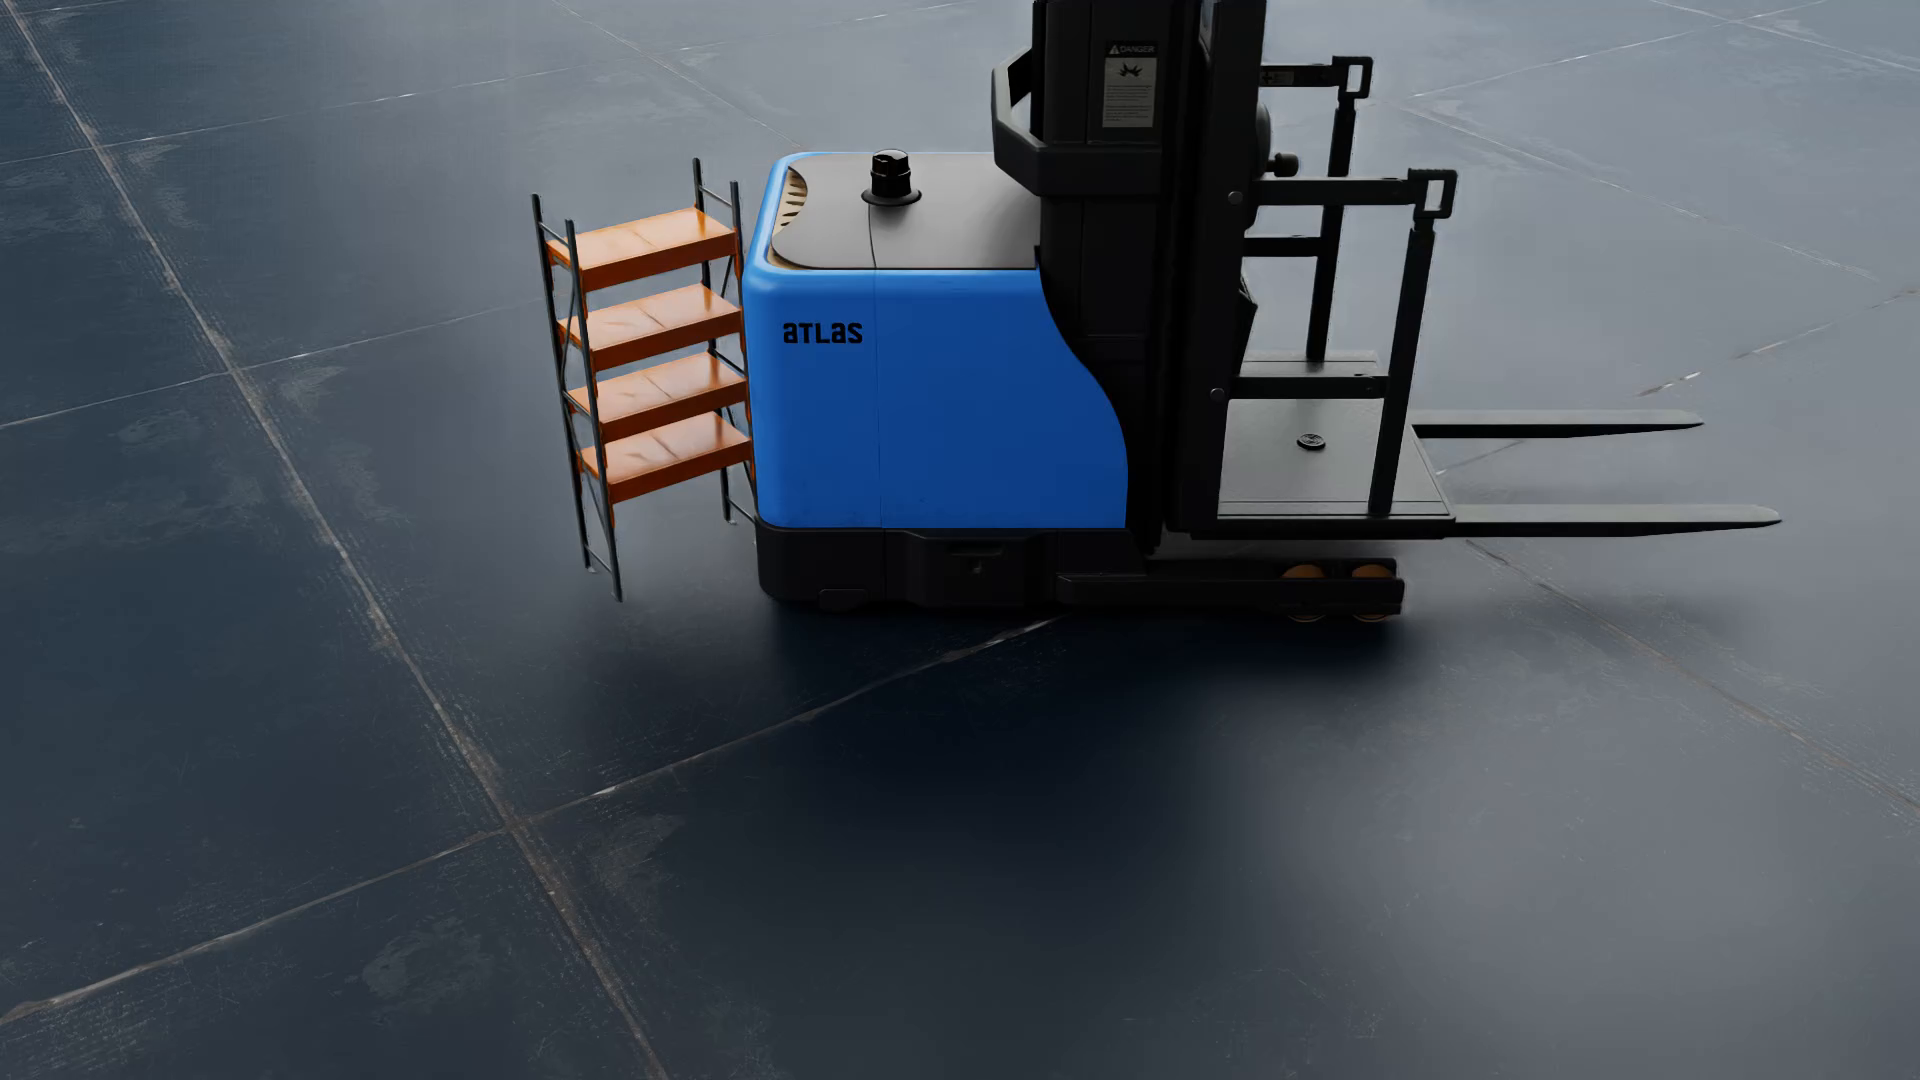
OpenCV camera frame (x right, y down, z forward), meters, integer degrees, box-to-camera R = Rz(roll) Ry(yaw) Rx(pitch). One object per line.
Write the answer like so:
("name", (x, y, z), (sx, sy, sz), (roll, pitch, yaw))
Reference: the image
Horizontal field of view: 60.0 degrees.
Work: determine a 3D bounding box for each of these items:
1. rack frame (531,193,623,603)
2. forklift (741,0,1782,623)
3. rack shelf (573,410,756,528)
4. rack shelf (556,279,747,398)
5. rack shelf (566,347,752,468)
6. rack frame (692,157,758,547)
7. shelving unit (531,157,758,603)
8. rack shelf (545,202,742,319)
("rack frame", (-1.081, -0.375, 4.719), (0.015, 1.200, 0.240), (-21, 38, -30))
("forklift", (0.921, -1.284, 4.538), (3.031, 2.935, 1.130), (0, 32, 0))
("rack shelf", (-0.883, -0.226, 4.982), (0.480, 0.148, 0.258), (-21, 38, -30))
("rack shelf", (-0.883, -0.583, 4.756), (0.480, 0.148, 0.258), (-21, 38, -30))
("rack shelf", (-0.883, -0.394, 4.876), (0.480, 0.148, 0.258), (-21, 38, -30))
("rack frame", (-0.685, -0.527, 4.960), (0.015, 1.200, 0.240), (-21, 38, -30))
("shelving unit", (-0.883, -0.451, 4.840), (0.503, 1.200, 0.258), (-21, 38, -30))
("rack shelf", (-0.883, -0.783, 4.630), (0.480, 0.148, 0.258), (-21, 38, -30))
